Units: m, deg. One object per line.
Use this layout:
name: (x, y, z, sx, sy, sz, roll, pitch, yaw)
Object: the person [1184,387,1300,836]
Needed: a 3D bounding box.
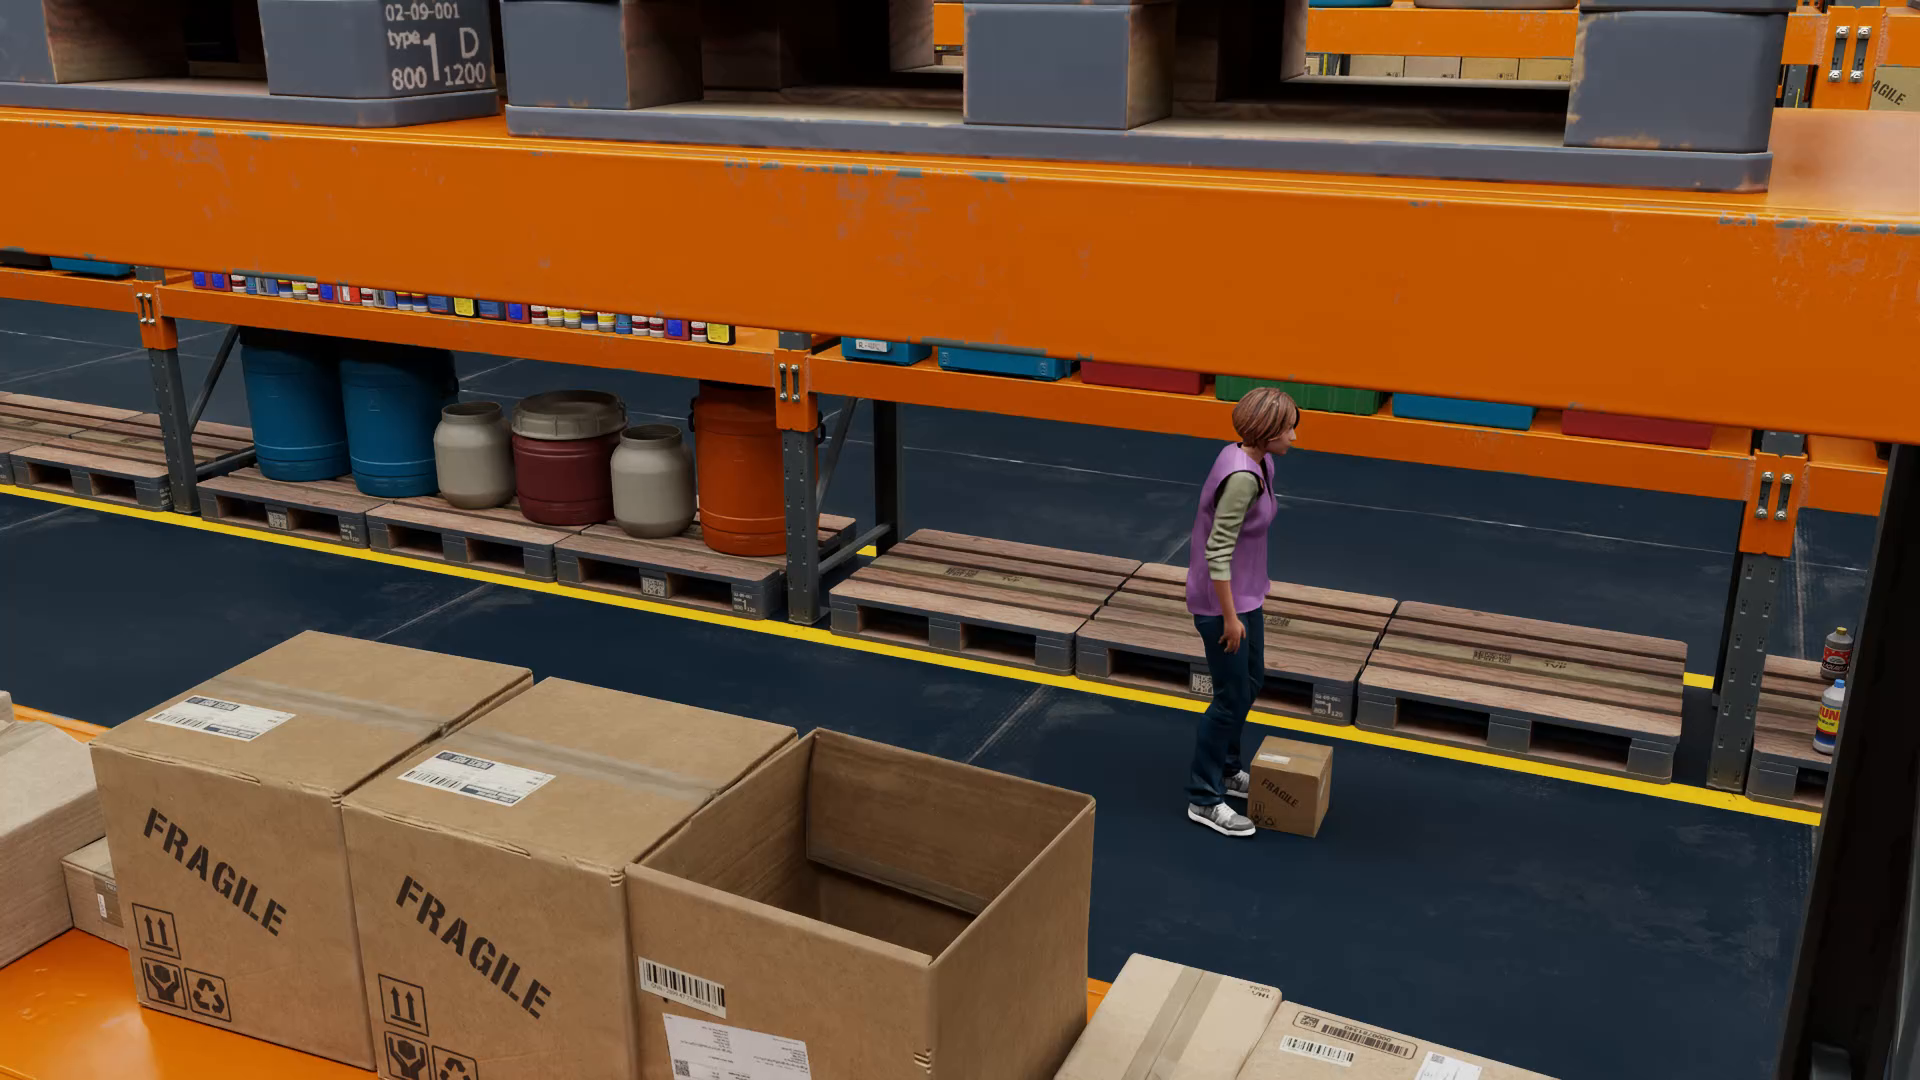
person: (0.981, 0.233, 5.921, 0.345, 1.592, 0.477, 7, 21, 20)
